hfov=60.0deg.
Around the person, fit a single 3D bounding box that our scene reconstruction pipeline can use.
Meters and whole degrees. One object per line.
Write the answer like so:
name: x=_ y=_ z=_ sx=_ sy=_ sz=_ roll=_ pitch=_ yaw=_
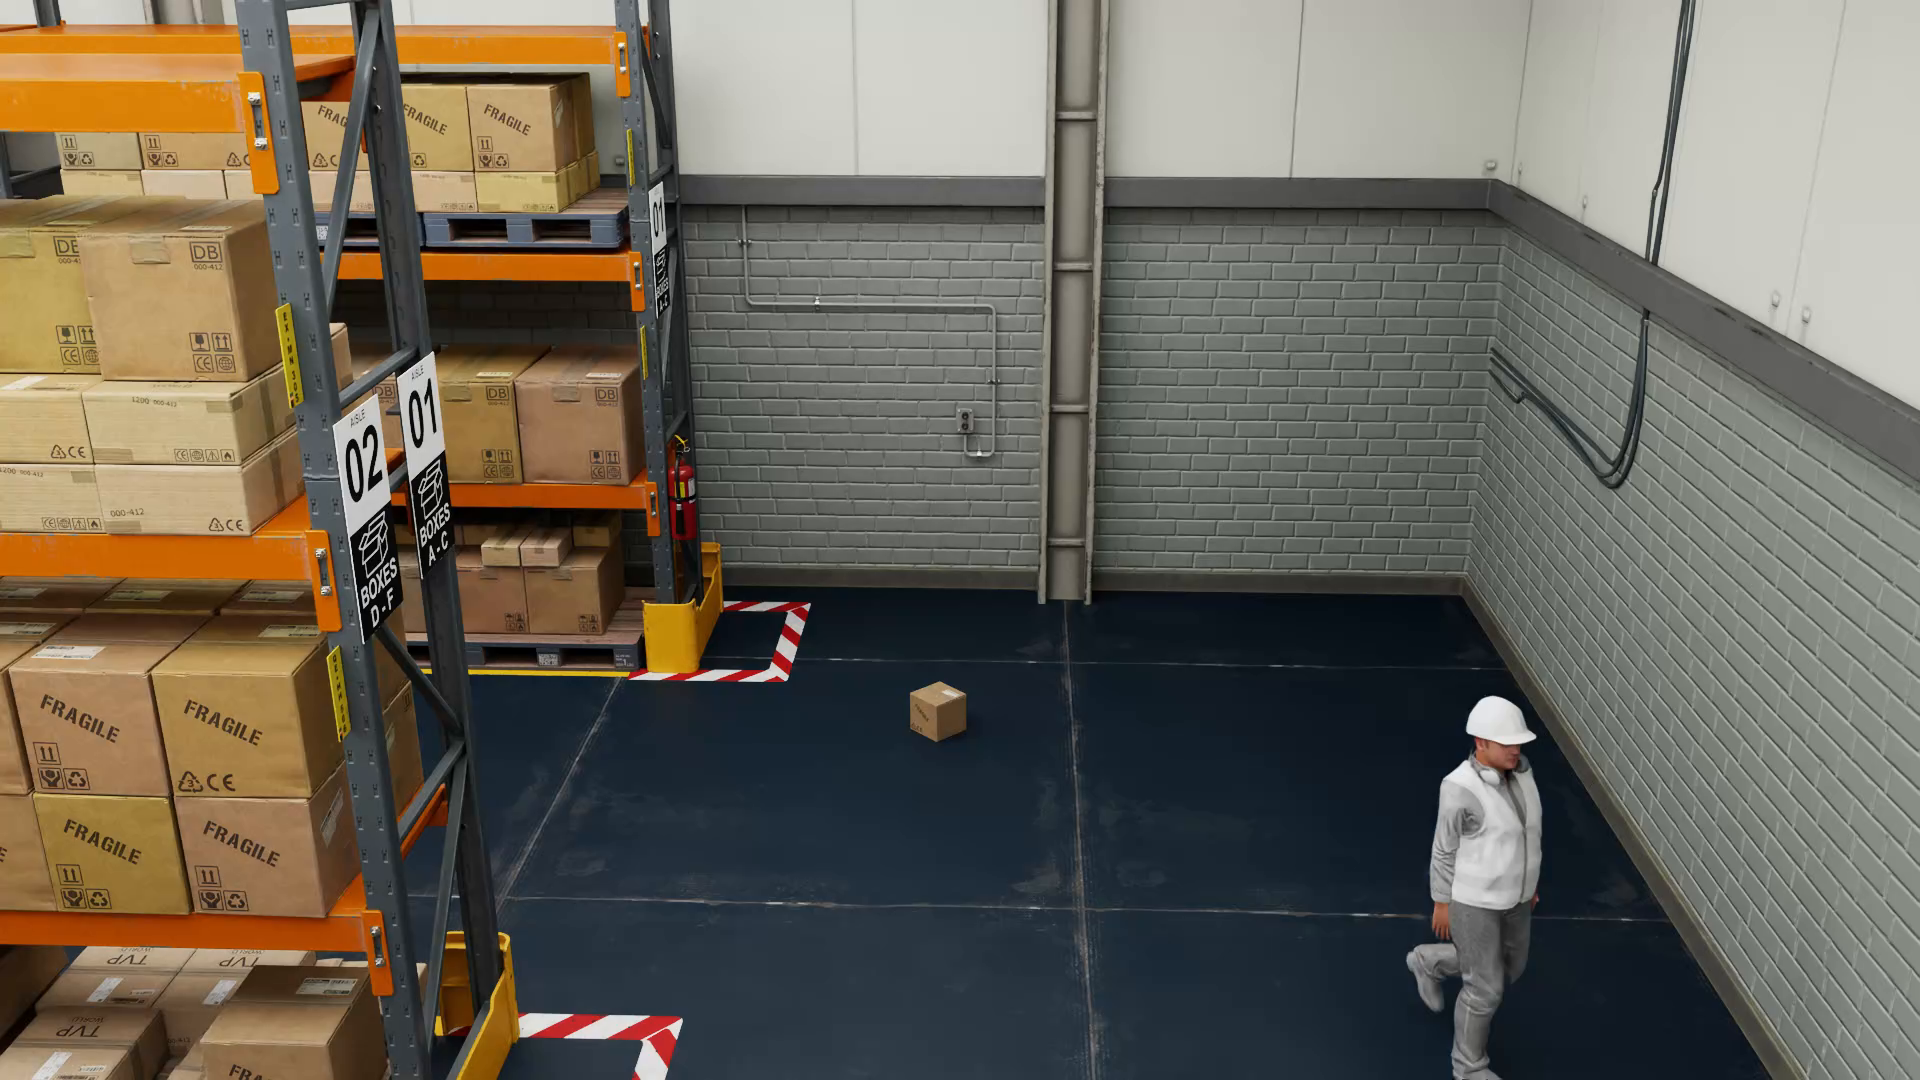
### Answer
person: x=2.216 y=1.468 z=7.106 sx=0.553 sy=1.759 sz=0.741 roll=-15 pitch=25 yaw=-34
